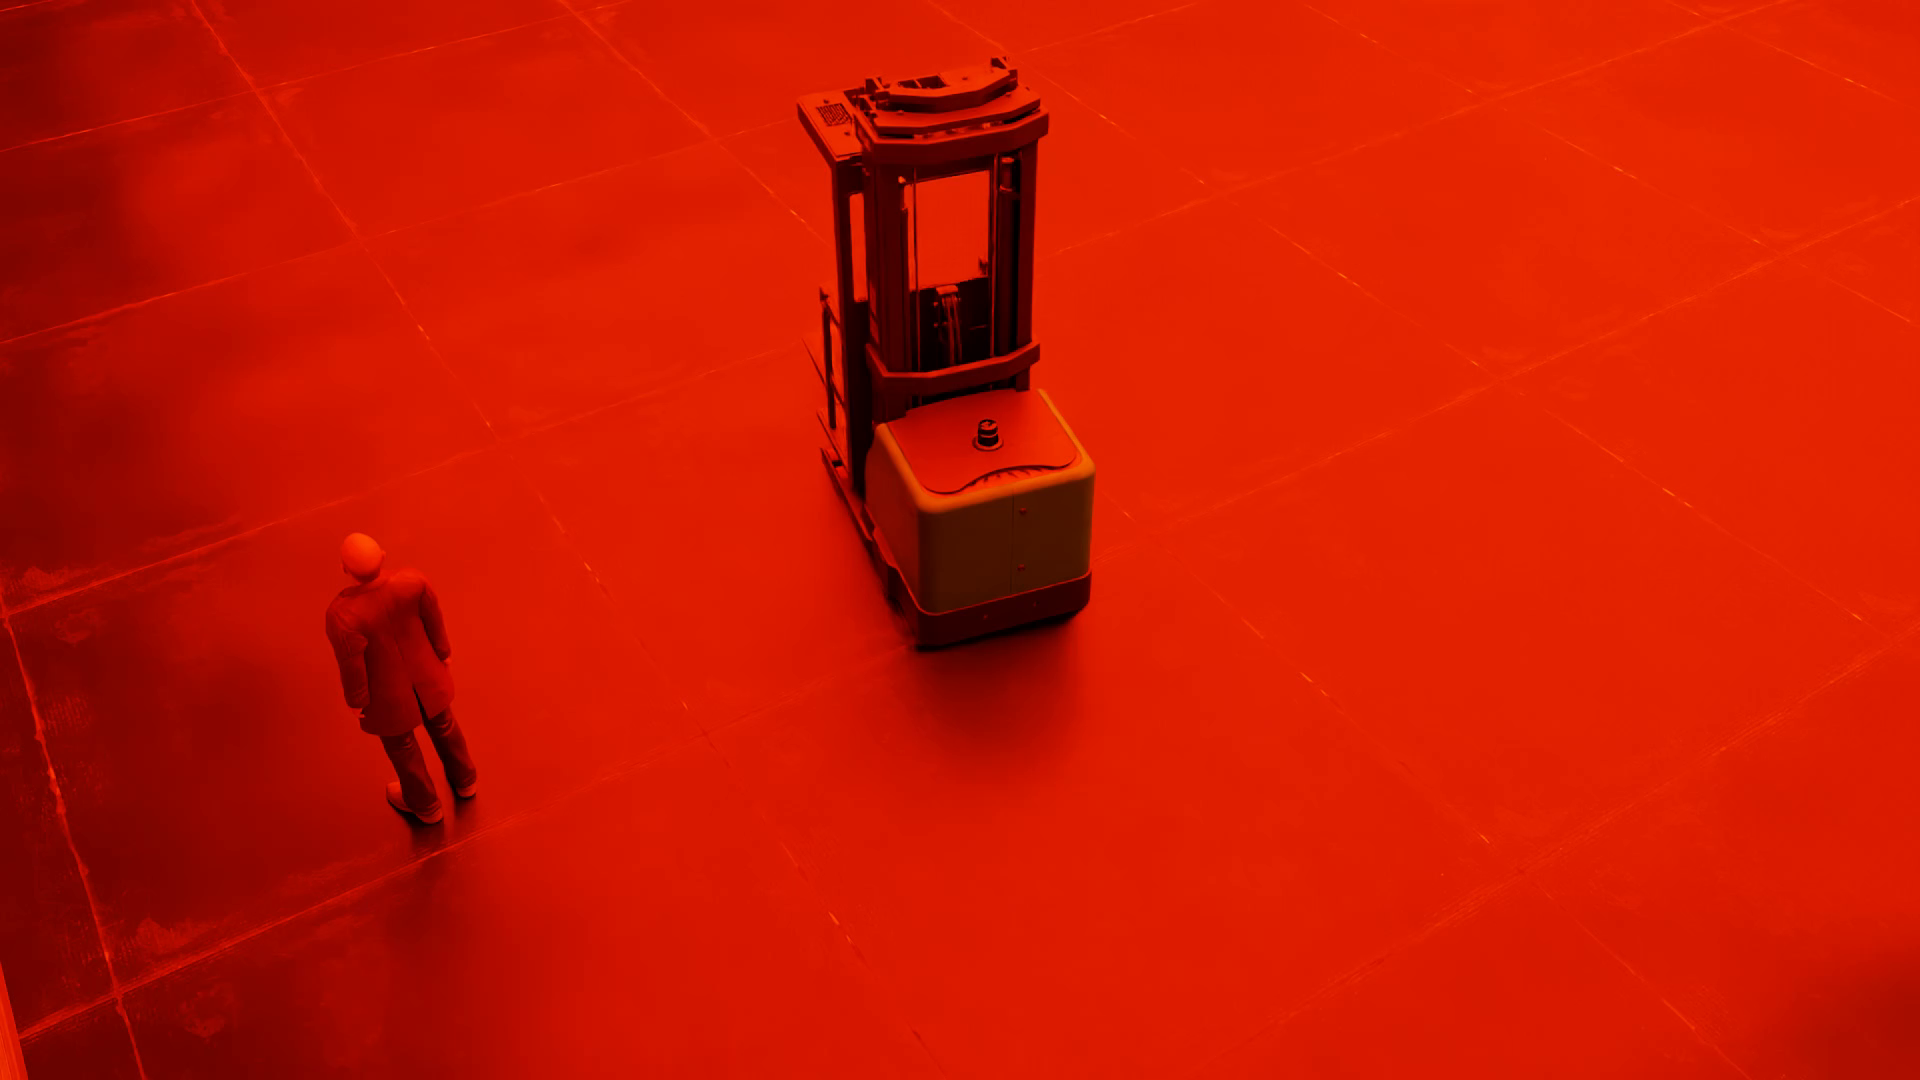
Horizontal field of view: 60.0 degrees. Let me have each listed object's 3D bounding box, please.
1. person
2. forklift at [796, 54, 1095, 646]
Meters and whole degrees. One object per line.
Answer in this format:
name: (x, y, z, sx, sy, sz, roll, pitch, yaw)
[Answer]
person: (-2.726, 0.641, 8.011, 0.383, 1.783, 0.551, 32, 50, 31)
forklift: (-0.238, -1.491, 9.577, 1.130, 2.935, 3.031, -14, 43, -15)
